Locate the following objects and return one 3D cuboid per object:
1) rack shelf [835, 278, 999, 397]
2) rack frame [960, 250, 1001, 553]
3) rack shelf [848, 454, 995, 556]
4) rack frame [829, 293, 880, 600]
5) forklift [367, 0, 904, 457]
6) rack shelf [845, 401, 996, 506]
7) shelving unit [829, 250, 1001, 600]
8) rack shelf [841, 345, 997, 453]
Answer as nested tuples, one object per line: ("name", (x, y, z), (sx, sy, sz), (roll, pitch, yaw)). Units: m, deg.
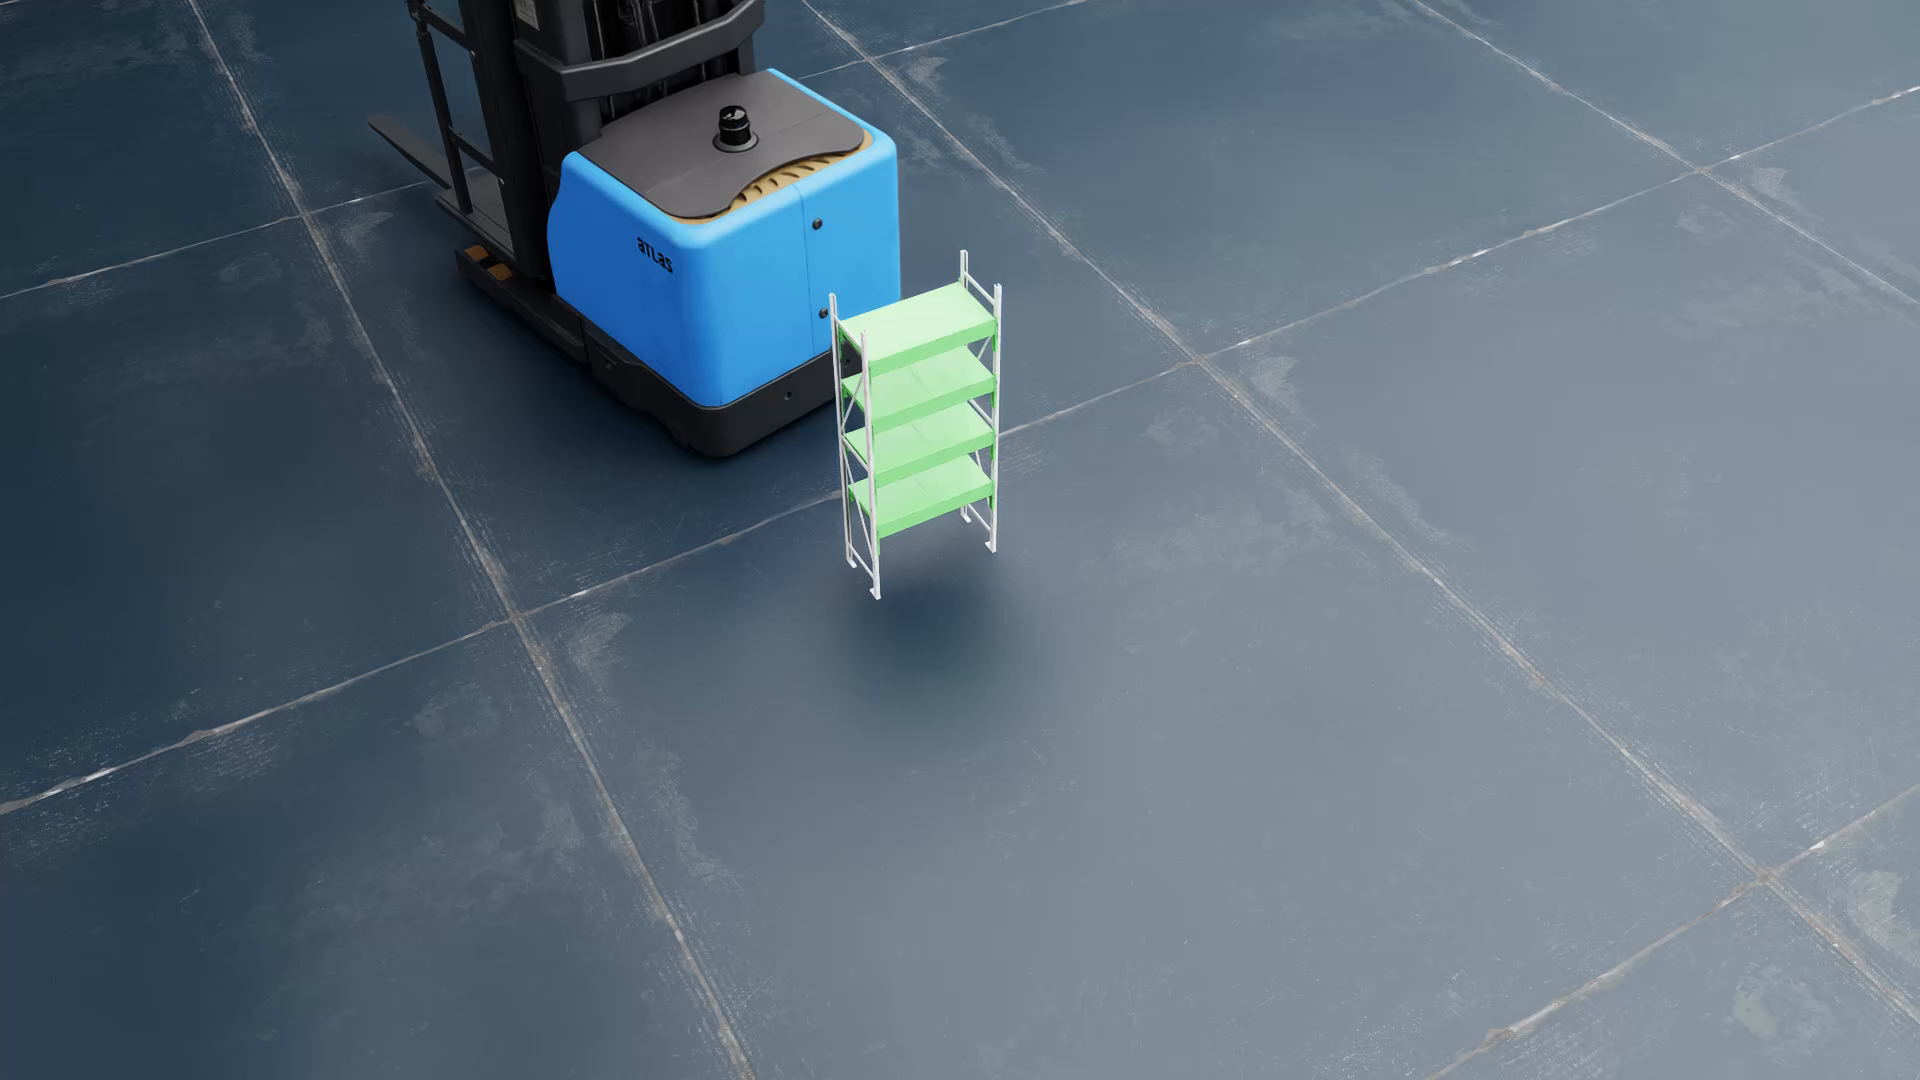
("rack shelf", (-0.144, -0.672, 5.483), (0.480, 0.148, 0.258), (-22, 48, -21))
("rack frame", (0.068, -0.458, 5.860), (0.015, 1.200, 0.240), (-22, 48, -21))
("rack shelf", (-0.144, -0.155, 5.985), (0.480, 0.148, 0.258), (-22, 48, -21))
("rack frame", (-0.355, -0.288, 5.686), (0.015, 1.200, 0.240), (-22, 48, -21))
("forklift", (-1.592, -2.315, 6.531), (1.130, 2.935, 3.031), (-33, 53, -29))
("rack shelf", (-0.144, -0.327, 5.817), (0.480, 0.148, 0.258), (-22, 48, -21))
("shelving unit", (-0.144, -0.373, 5.773), (0.503, 1.200, 0.258), (-22, 48, -21))
("rack shelf", (-0.144, -0.500, 5.650), (0.480, 0.148, 0.258), (-22, 48, -21))
